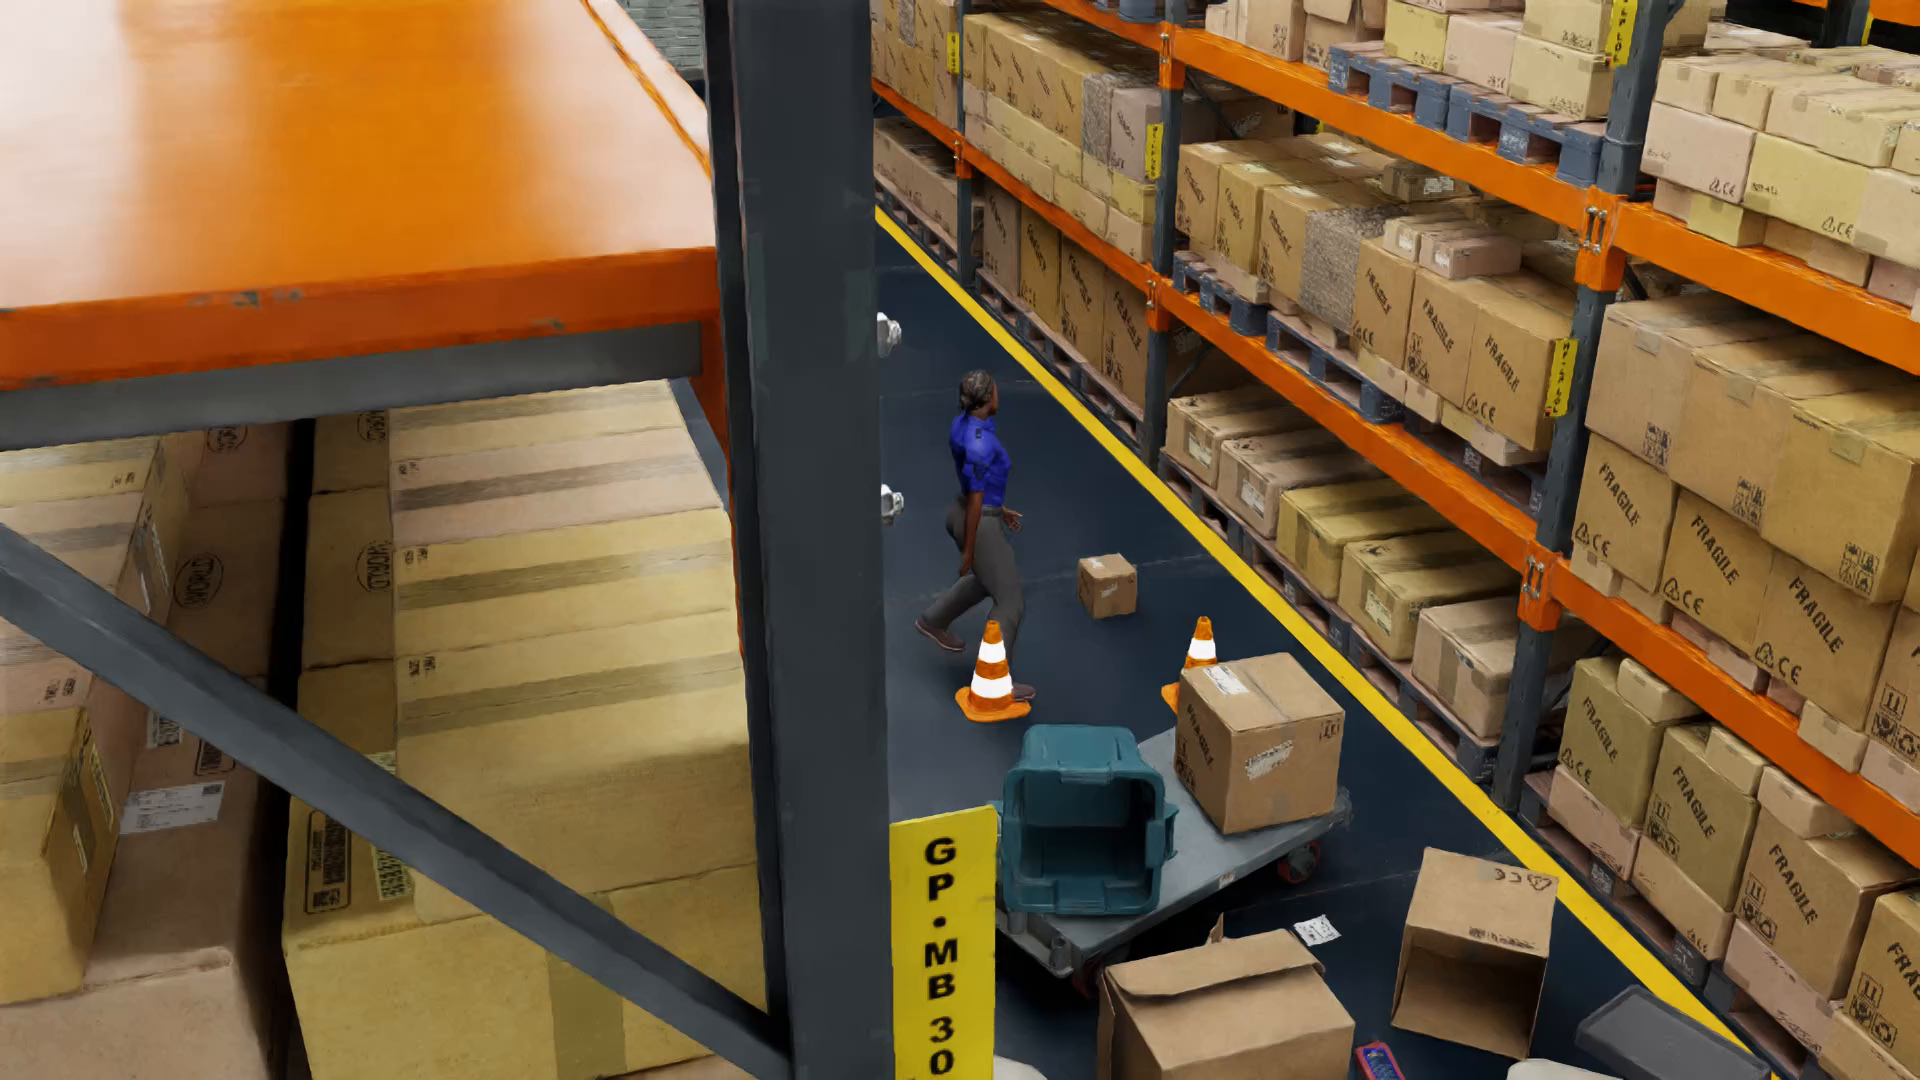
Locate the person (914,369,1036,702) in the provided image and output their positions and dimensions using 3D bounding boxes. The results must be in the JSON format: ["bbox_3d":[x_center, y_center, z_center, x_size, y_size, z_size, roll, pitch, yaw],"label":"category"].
[{"bbox_3d":[0.104,-0.036,8.190,0.538,1.614,0.667,-8,28,-15],"label":"person"}]
